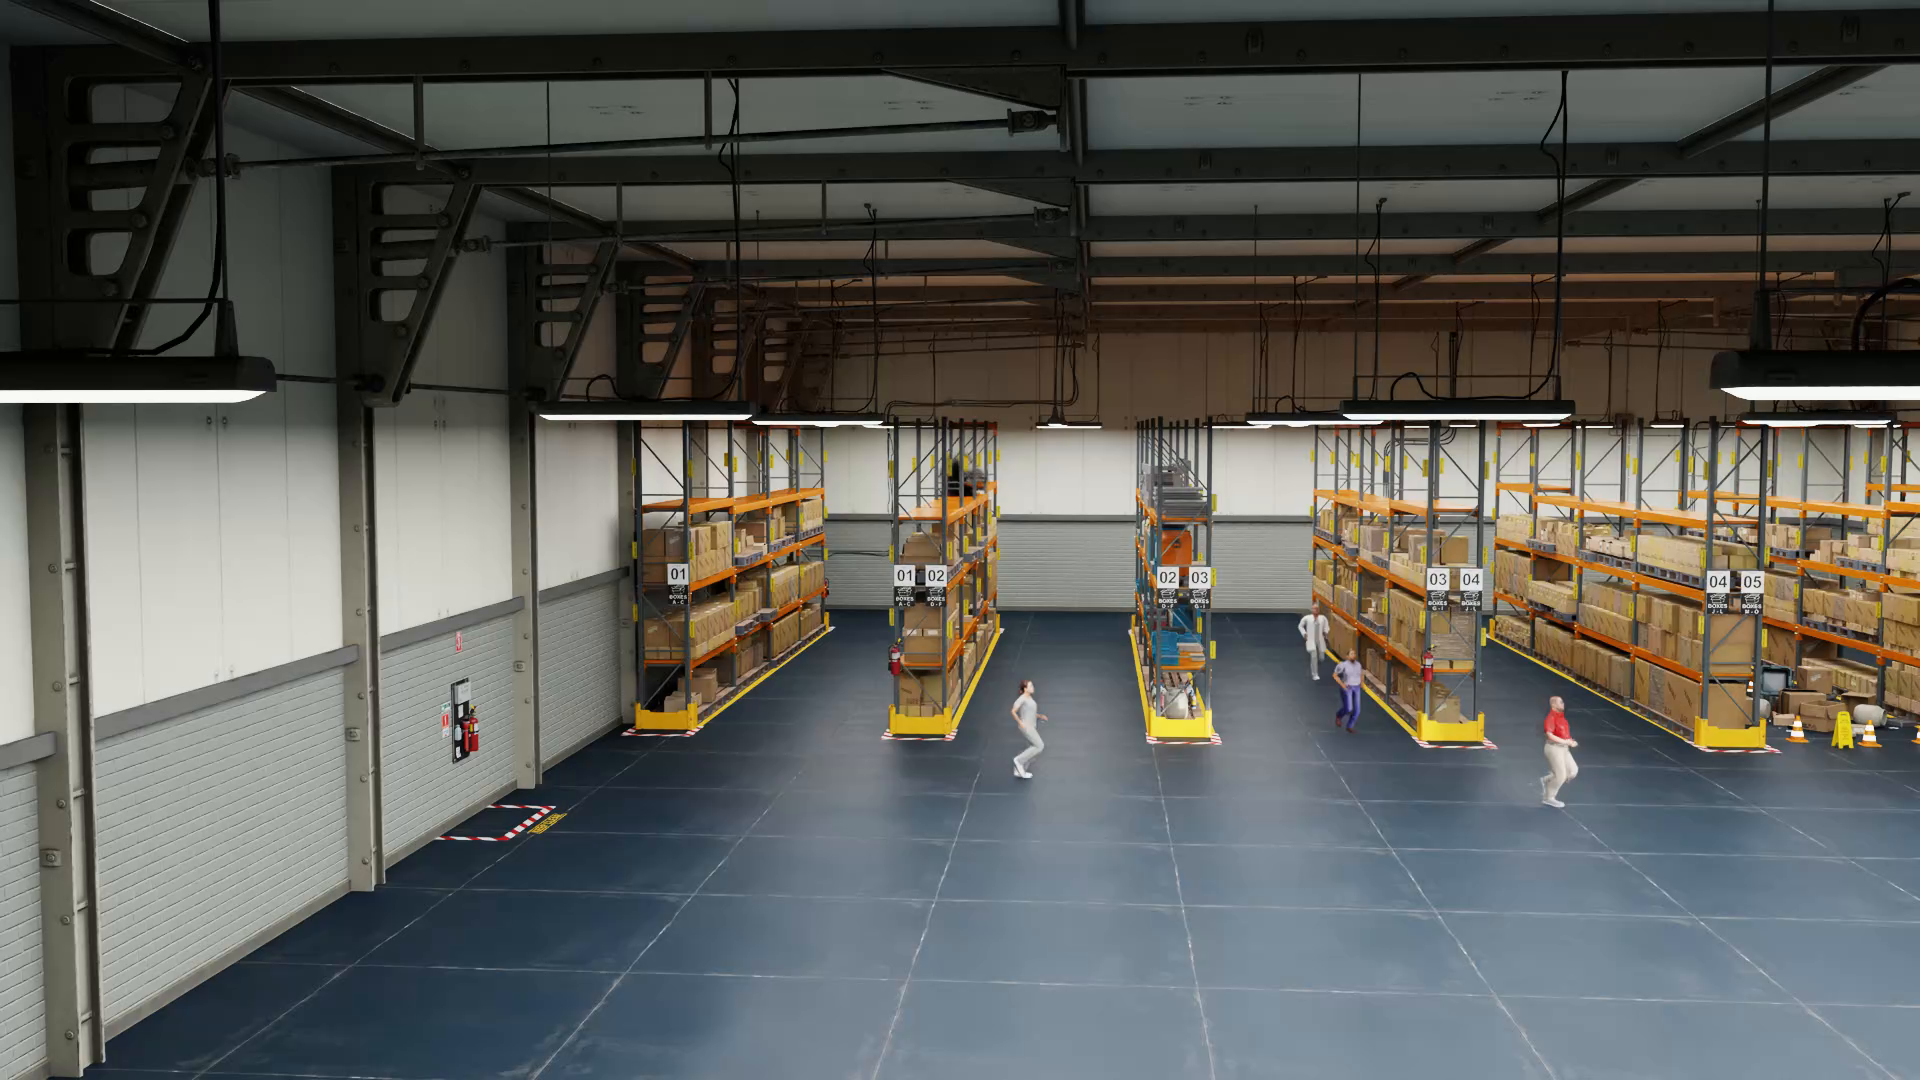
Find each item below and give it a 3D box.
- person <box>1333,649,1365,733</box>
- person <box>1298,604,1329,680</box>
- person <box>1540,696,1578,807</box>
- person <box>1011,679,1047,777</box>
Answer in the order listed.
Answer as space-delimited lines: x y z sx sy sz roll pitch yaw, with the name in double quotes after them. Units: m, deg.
7.432 2.862 31.649 0.633 1.590 0.531 -1 4 -18 "person"
8.187 2.346 38.419 0.715 1.735 0.826 0 4 -3 "person"
9.155 3.225 25.418 0.594 1.686 0.660 3 5 35 "person"
1.158 3.109 27.413 0.565 1.630 0.550 1 4 18 "person"
